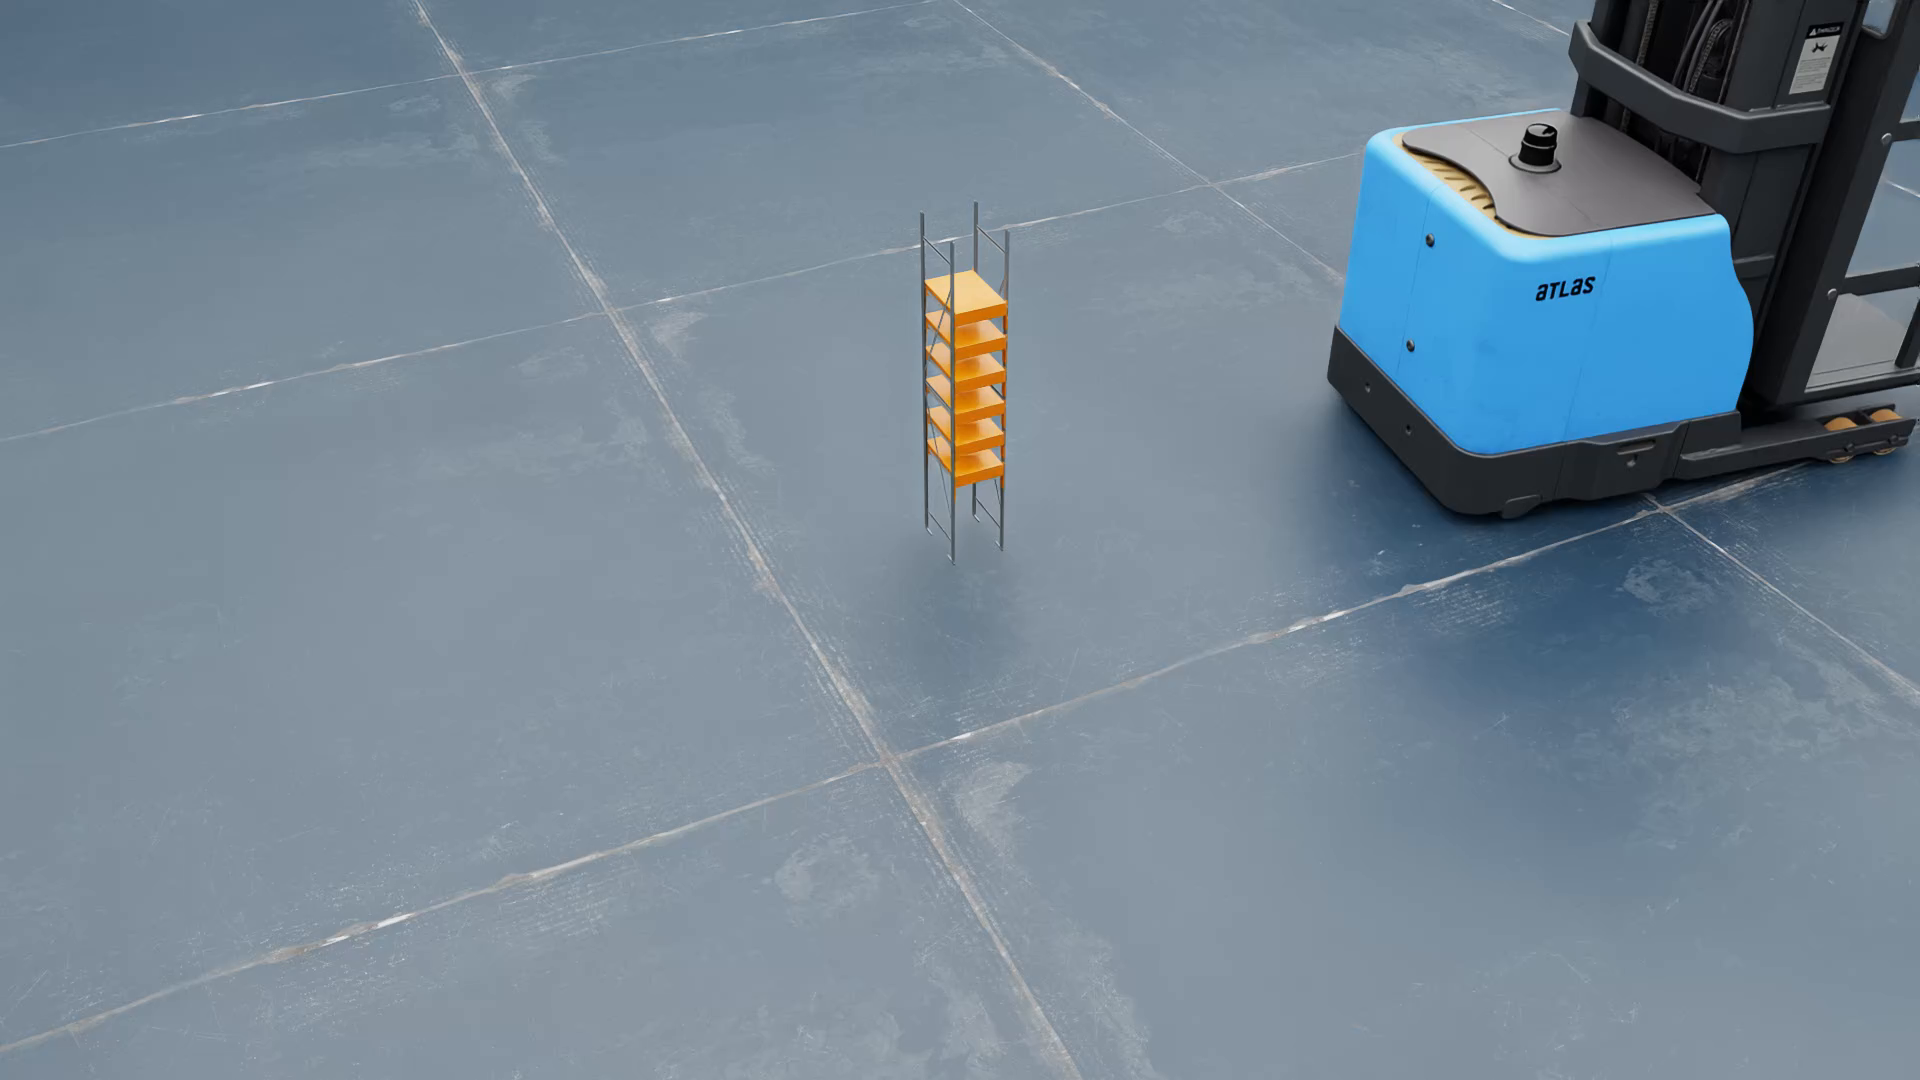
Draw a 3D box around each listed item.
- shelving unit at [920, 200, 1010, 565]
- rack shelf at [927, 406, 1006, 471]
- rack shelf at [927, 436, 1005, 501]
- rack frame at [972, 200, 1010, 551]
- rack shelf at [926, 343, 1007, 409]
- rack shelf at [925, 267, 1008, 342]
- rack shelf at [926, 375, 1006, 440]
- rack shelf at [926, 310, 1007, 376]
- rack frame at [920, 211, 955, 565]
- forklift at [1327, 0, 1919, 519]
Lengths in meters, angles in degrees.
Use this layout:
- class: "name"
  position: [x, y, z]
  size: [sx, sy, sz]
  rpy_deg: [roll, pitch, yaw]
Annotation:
- class: "shelving unit"
  position: [0.013, -0.486, 5.398]
  size: [0.189, 1.200, 0.258]
  rpy_deg: [-16, 39, -20]
- class: "rack shelf"
  position: [0.013, -0.354, 5.495]
  size: [0.180, 0.103, 0.258]
  rpy_deg: [-16, 39, -20]
- class: "rack shelf"
  position: [0.013, -0.257, 5.567]
  size: [0.180, 0.103, 0.258]
  rpy_deg: [-16, 39, -20]
- class: "rack frame"
  position: [0.096, -0.509, 5.429]
  size: [0.006, 1.200, 0.240]
  rpy_deg: [-16, 39, -20]
- class: "rack shelf"
  position: [0.013, -0.546, 5.352]
  size: [0.180, 0.103, 0.258]
  rpy_deg: [-16, 39, -20]
- class: "rack shelf"
  position: [0.013, -0.739, 5.210]
  size: [0.180, 0.103, 0.258]
  rpy_deg: [-16, 39, -20]
- class: "rack shelf"
  position: [0.013, -0.450, 5.424]
  size: [0.180, 0.103, 0.258]
  rpy_deg: [-16, 39, -20]
- class: "rack shelf"
  position: [0.013, -0.643, 5.281]
  size: [0.180, 0.103, 0.258]
  rpy_deg: [-16, 39, -20]
- class: "rack frame"
  position: [-0.070, -0.462, 5.366]
  size: [0.006, 1.200, 0.240]
  rpy_deg: [-16, 39, -20]
- class: "forklift"
  position: [3.005, -1.751, 5.650]
  size: [3.031, 2.935, 1.130]
  rpy_deg: [-10, 38, -13]
